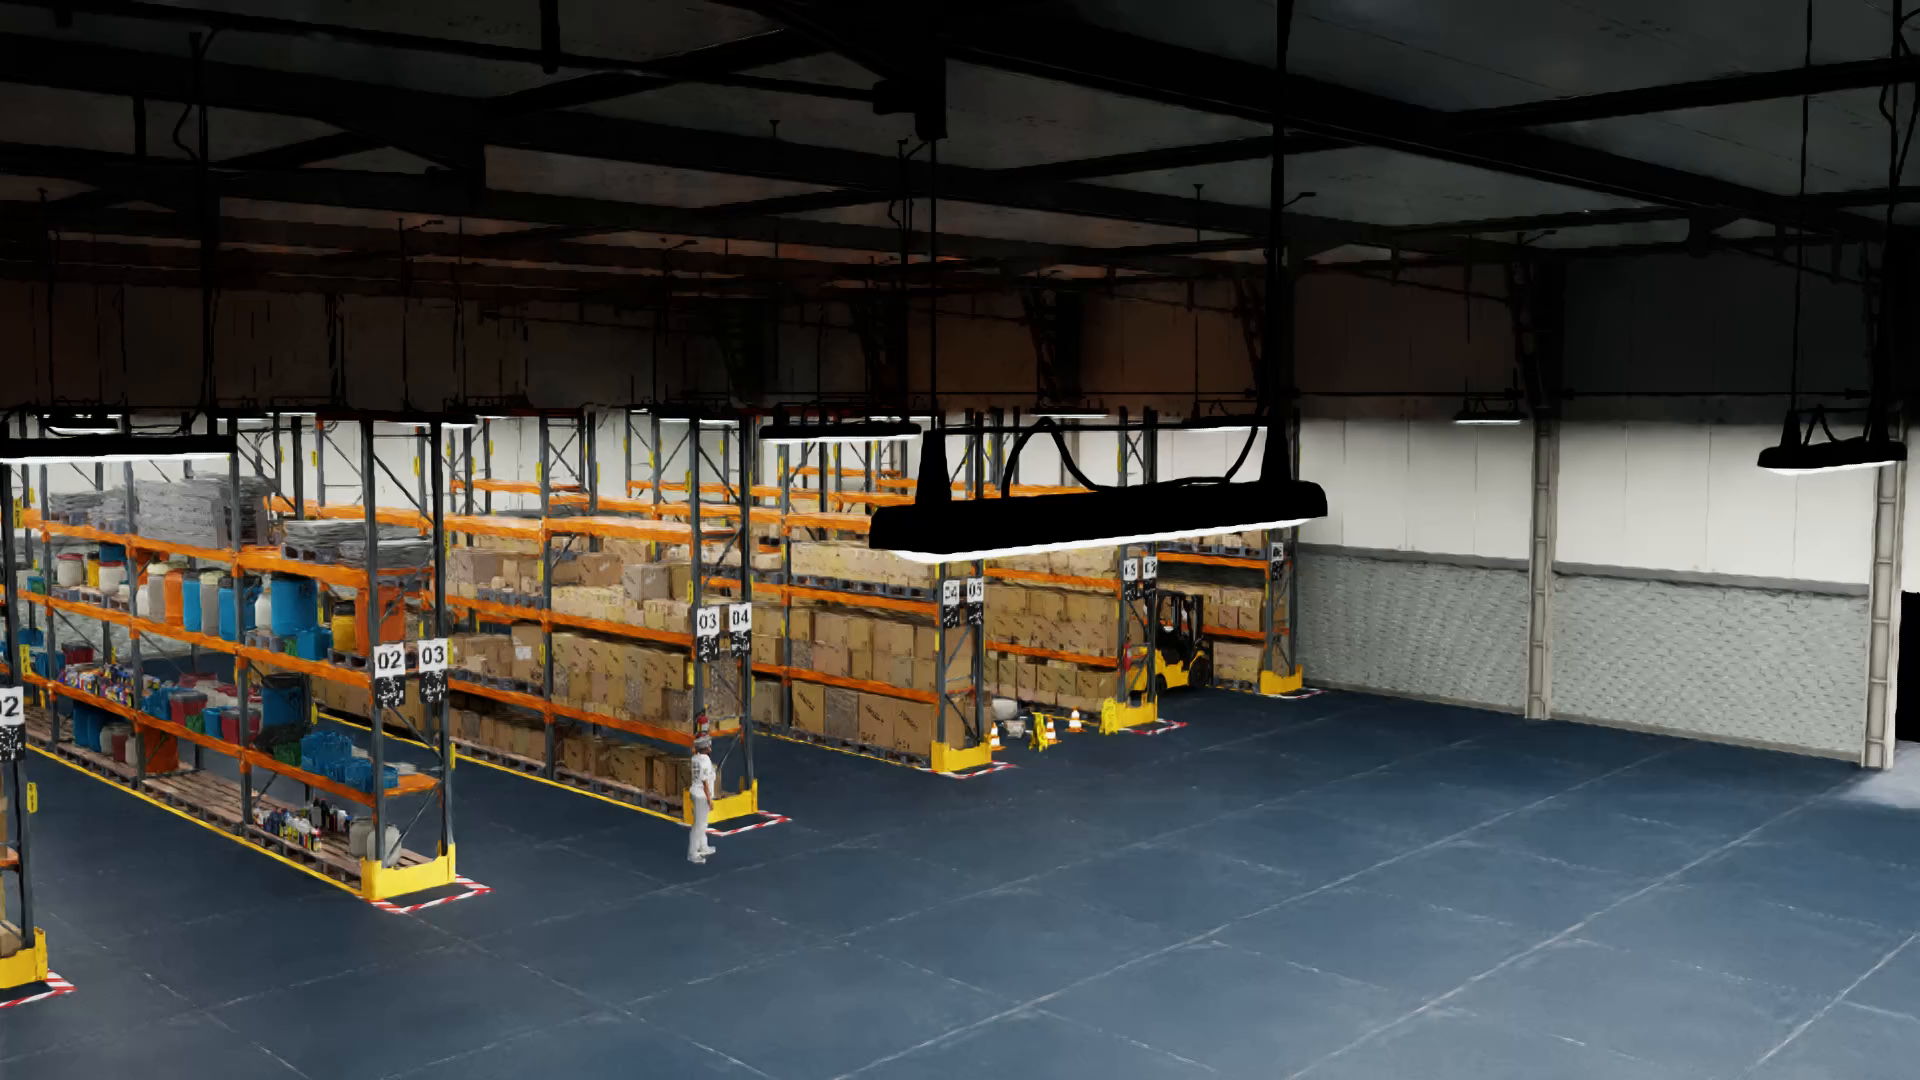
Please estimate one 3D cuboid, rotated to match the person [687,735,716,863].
[{"bbox_3d":[-3.500,3.496,22.573,0.466,1.674,0.593,-2,5,-21],"label":"person"}]
